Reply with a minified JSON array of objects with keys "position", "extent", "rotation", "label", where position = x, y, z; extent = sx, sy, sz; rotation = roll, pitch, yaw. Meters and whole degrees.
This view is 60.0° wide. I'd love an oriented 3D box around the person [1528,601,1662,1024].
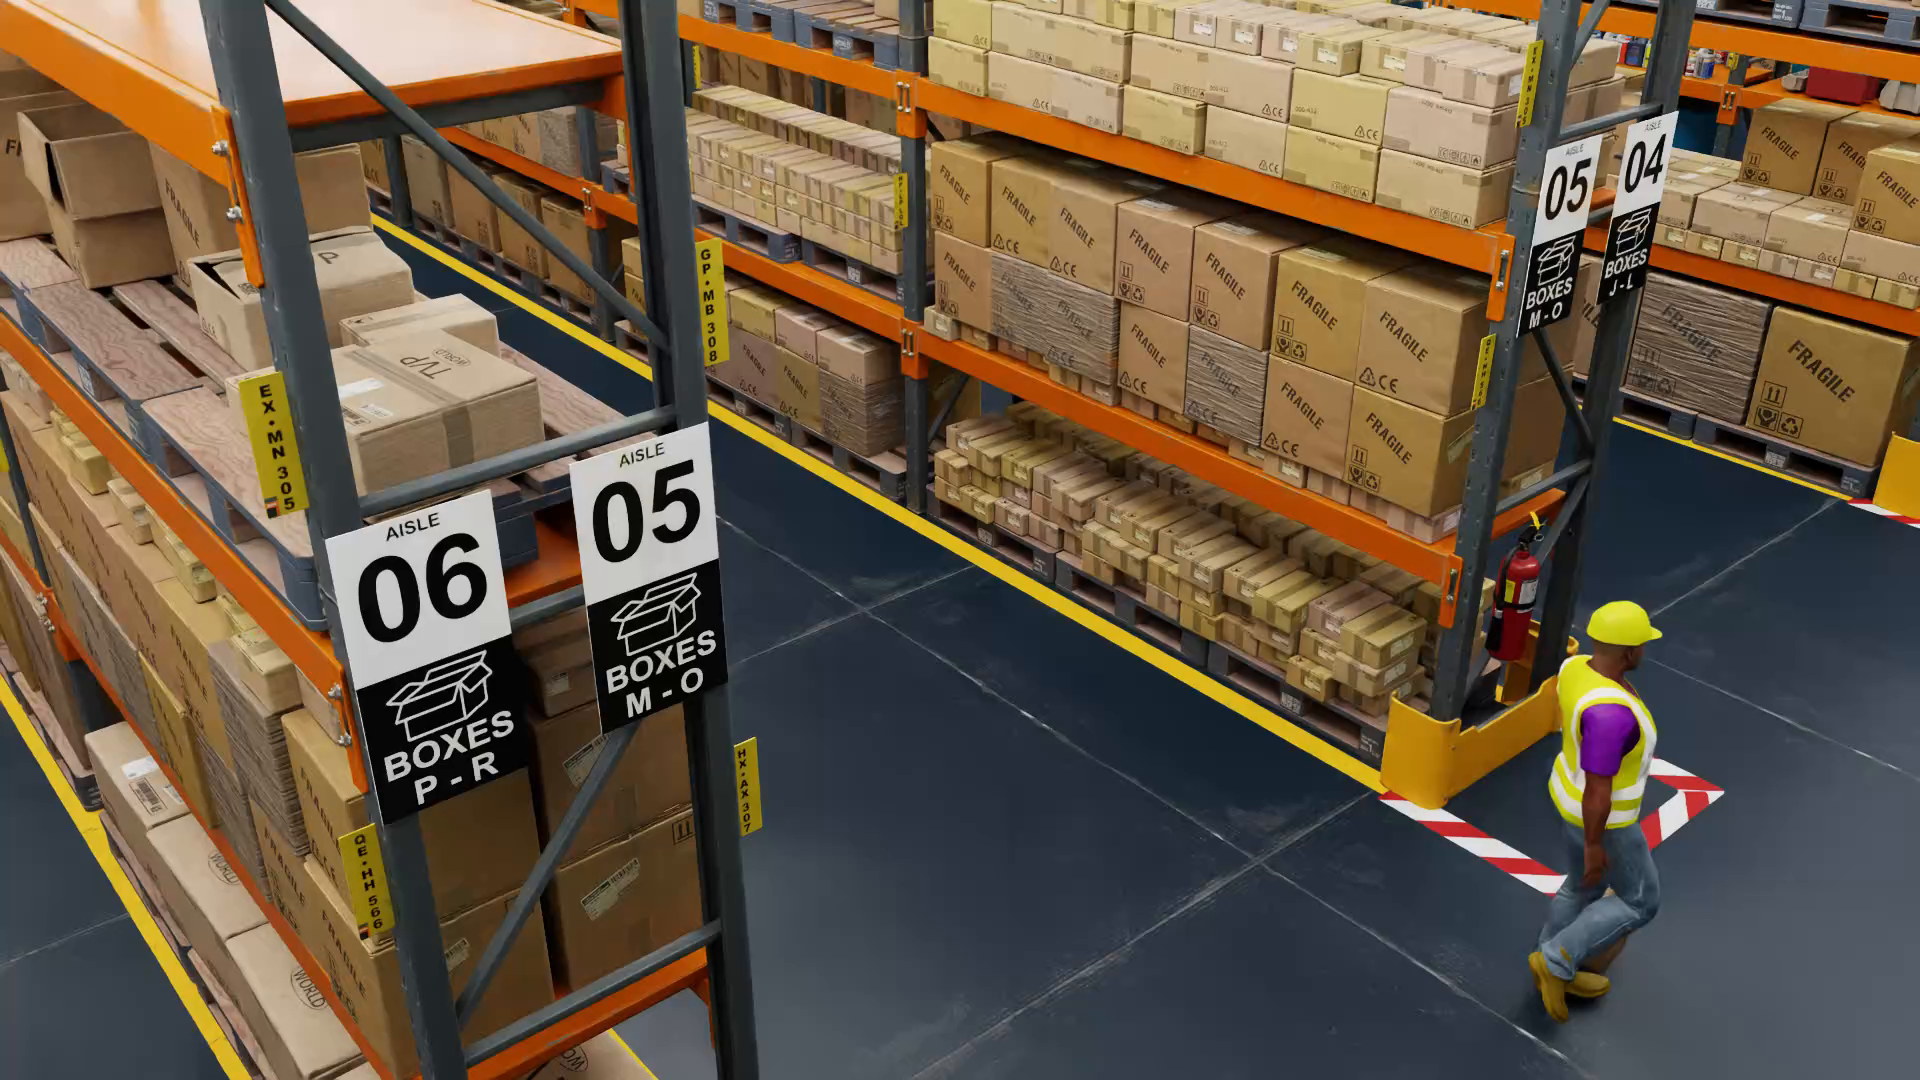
[{"position":[2.548,1.063,6.559],"extent":[0.460,1.754,0.654],"rotation":[3,28,6],"label":"person"}]
